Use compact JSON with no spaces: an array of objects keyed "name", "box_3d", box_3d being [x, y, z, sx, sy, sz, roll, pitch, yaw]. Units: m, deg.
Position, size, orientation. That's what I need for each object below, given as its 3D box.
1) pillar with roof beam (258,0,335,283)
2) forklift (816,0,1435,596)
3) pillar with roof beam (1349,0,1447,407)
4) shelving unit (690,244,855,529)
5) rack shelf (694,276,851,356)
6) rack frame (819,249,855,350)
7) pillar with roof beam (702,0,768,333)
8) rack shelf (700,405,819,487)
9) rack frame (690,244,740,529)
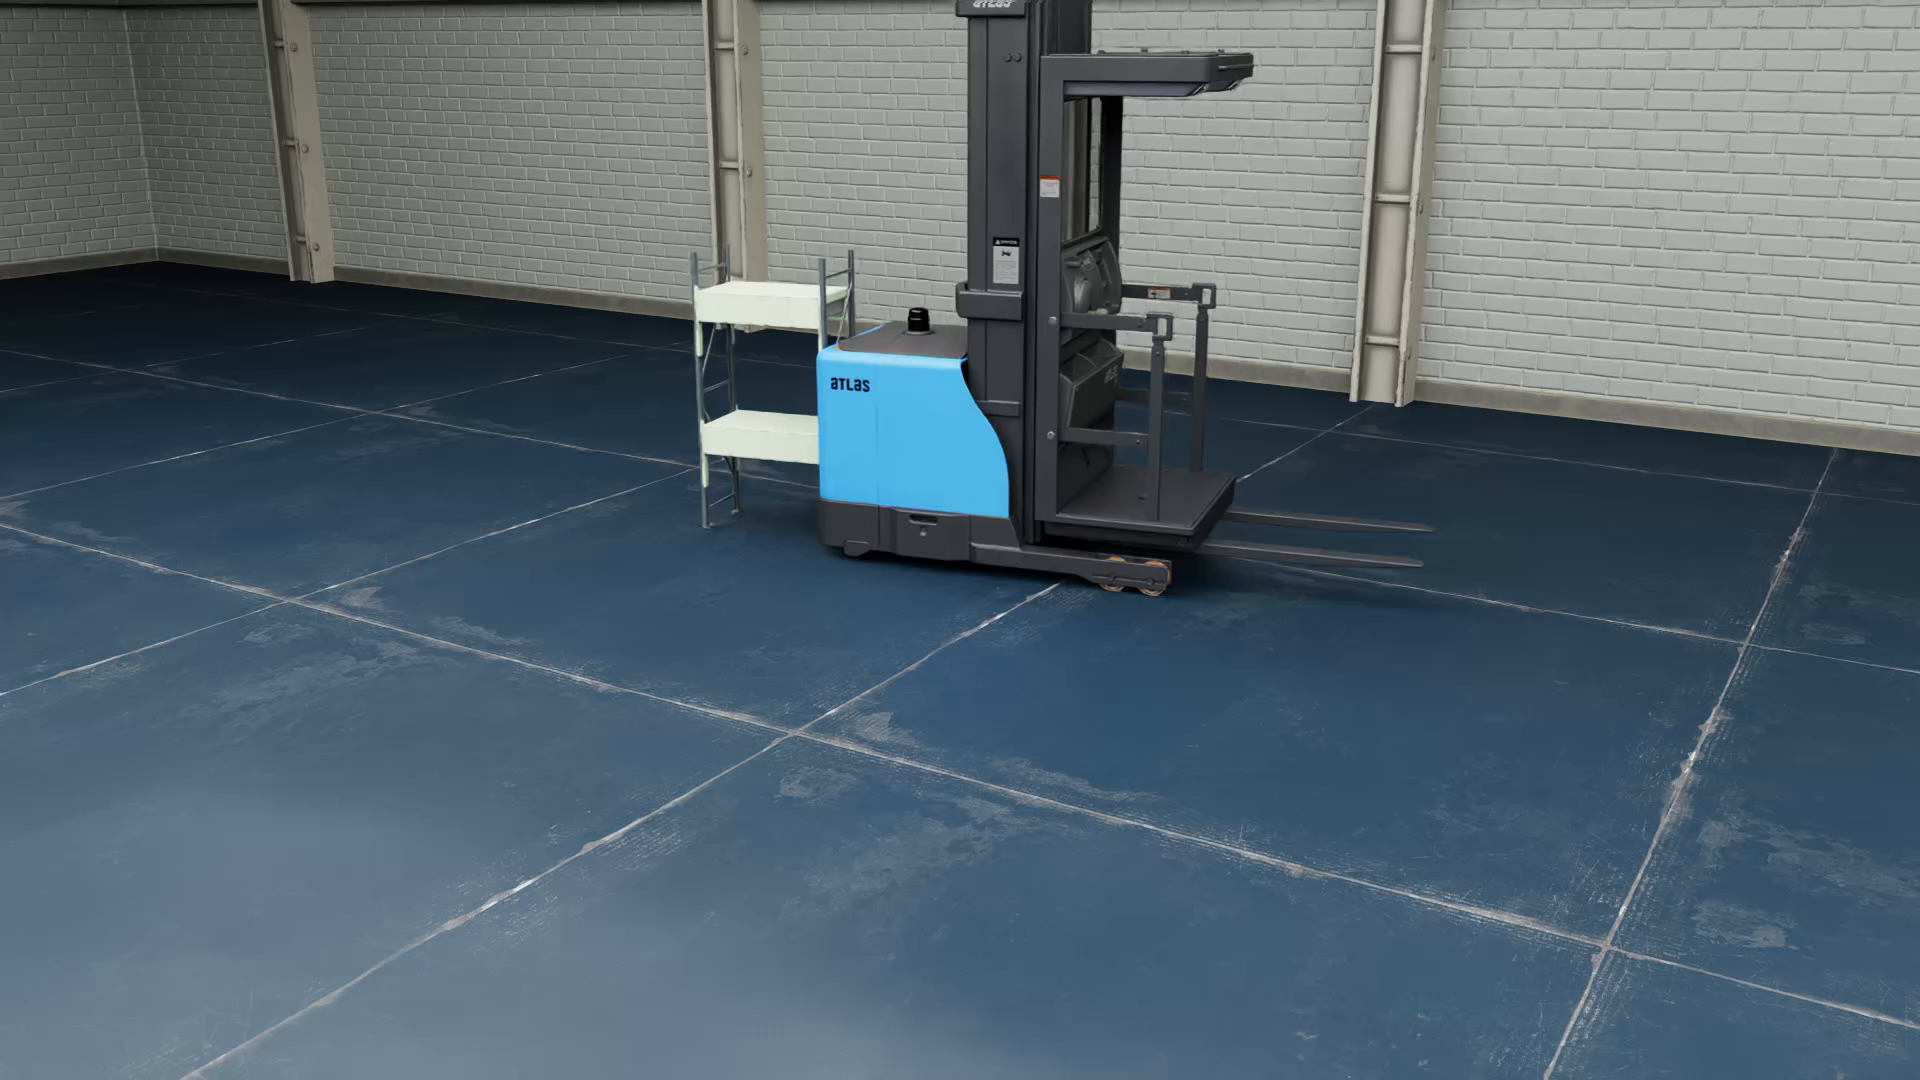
[{"name":"pillar with roof beam","box_3d":[-9.363,-6.097,13.471,0.400,9.000,9.100,10,20,30]},{"name":"forklift","box_3d":[0.837,-1.308,8.145,3.031,2.935,1.130,6,18,19]},{"name":"pillar with roof beam","box_3d":[0.863,-4.272,7.462,0.400,9.000,9.100,10,20,30]},{"name":"shelving unit","box_3d":[-0.981,-0.796,8.922,0.755,1.500,0.431,6,18,19]},{"name":"rack shelf","box_3d":[-0.981,-1.170,8.809,0.720,0.370,0.431,6,18,19]},{"name":"rack frame","box_3d":[-0.637,-0.760,8.803,0.023,1.500,0.400,6,18,19]},{"name":"pillar with roof beam","box_3d":[-4.250,-5.184,10.466,0.400,9.000,9.100,10,20,30]},{"name":"rack shelf","box_3d":[-0.981,-0.484,9.017,0.720,0.370,0.431,6,18,19]},{"name":"rack frame","box_3d":[-1.326,-0.832,9.041,0.023,1.500,0.400,6,18,19]}]
